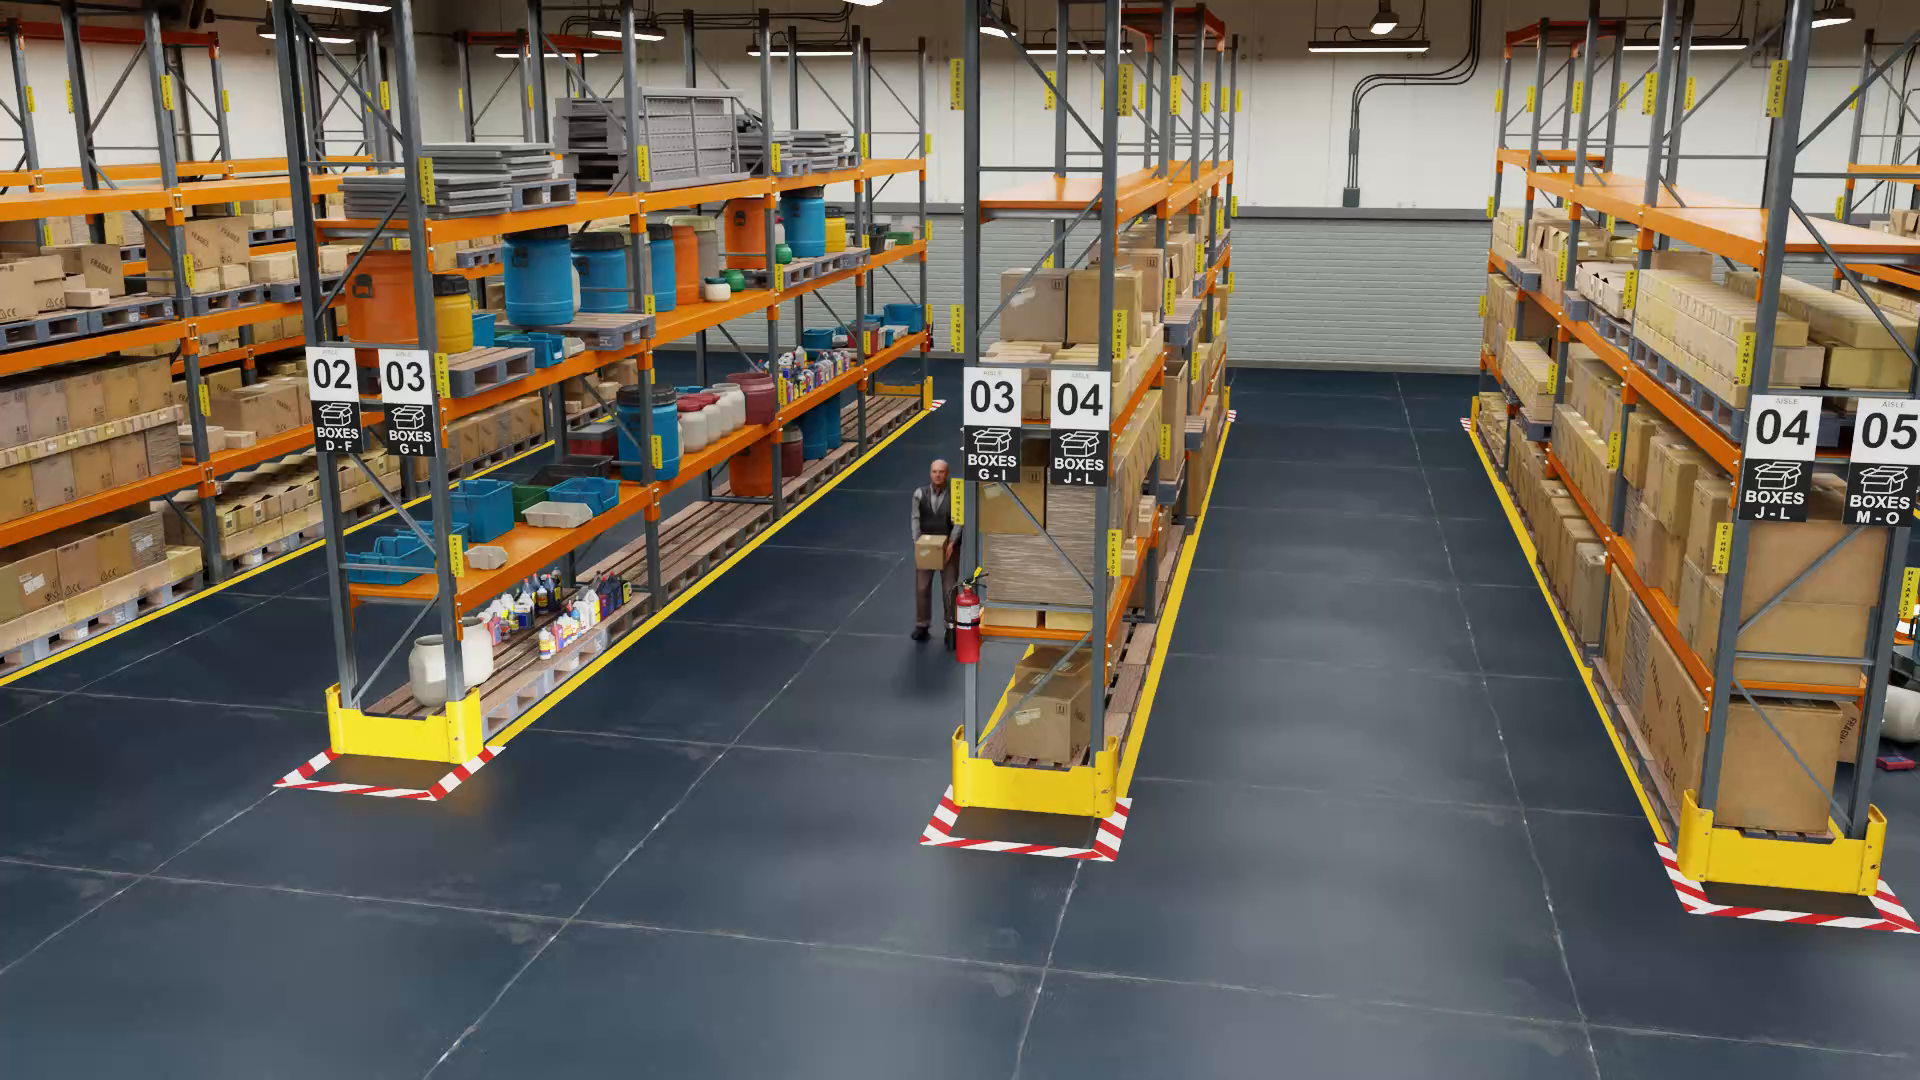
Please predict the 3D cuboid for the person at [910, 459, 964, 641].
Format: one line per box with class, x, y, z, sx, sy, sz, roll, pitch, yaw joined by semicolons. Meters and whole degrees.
person;-0.210;0.102;15.654;0.536;1.727;0.513;3;15;11
